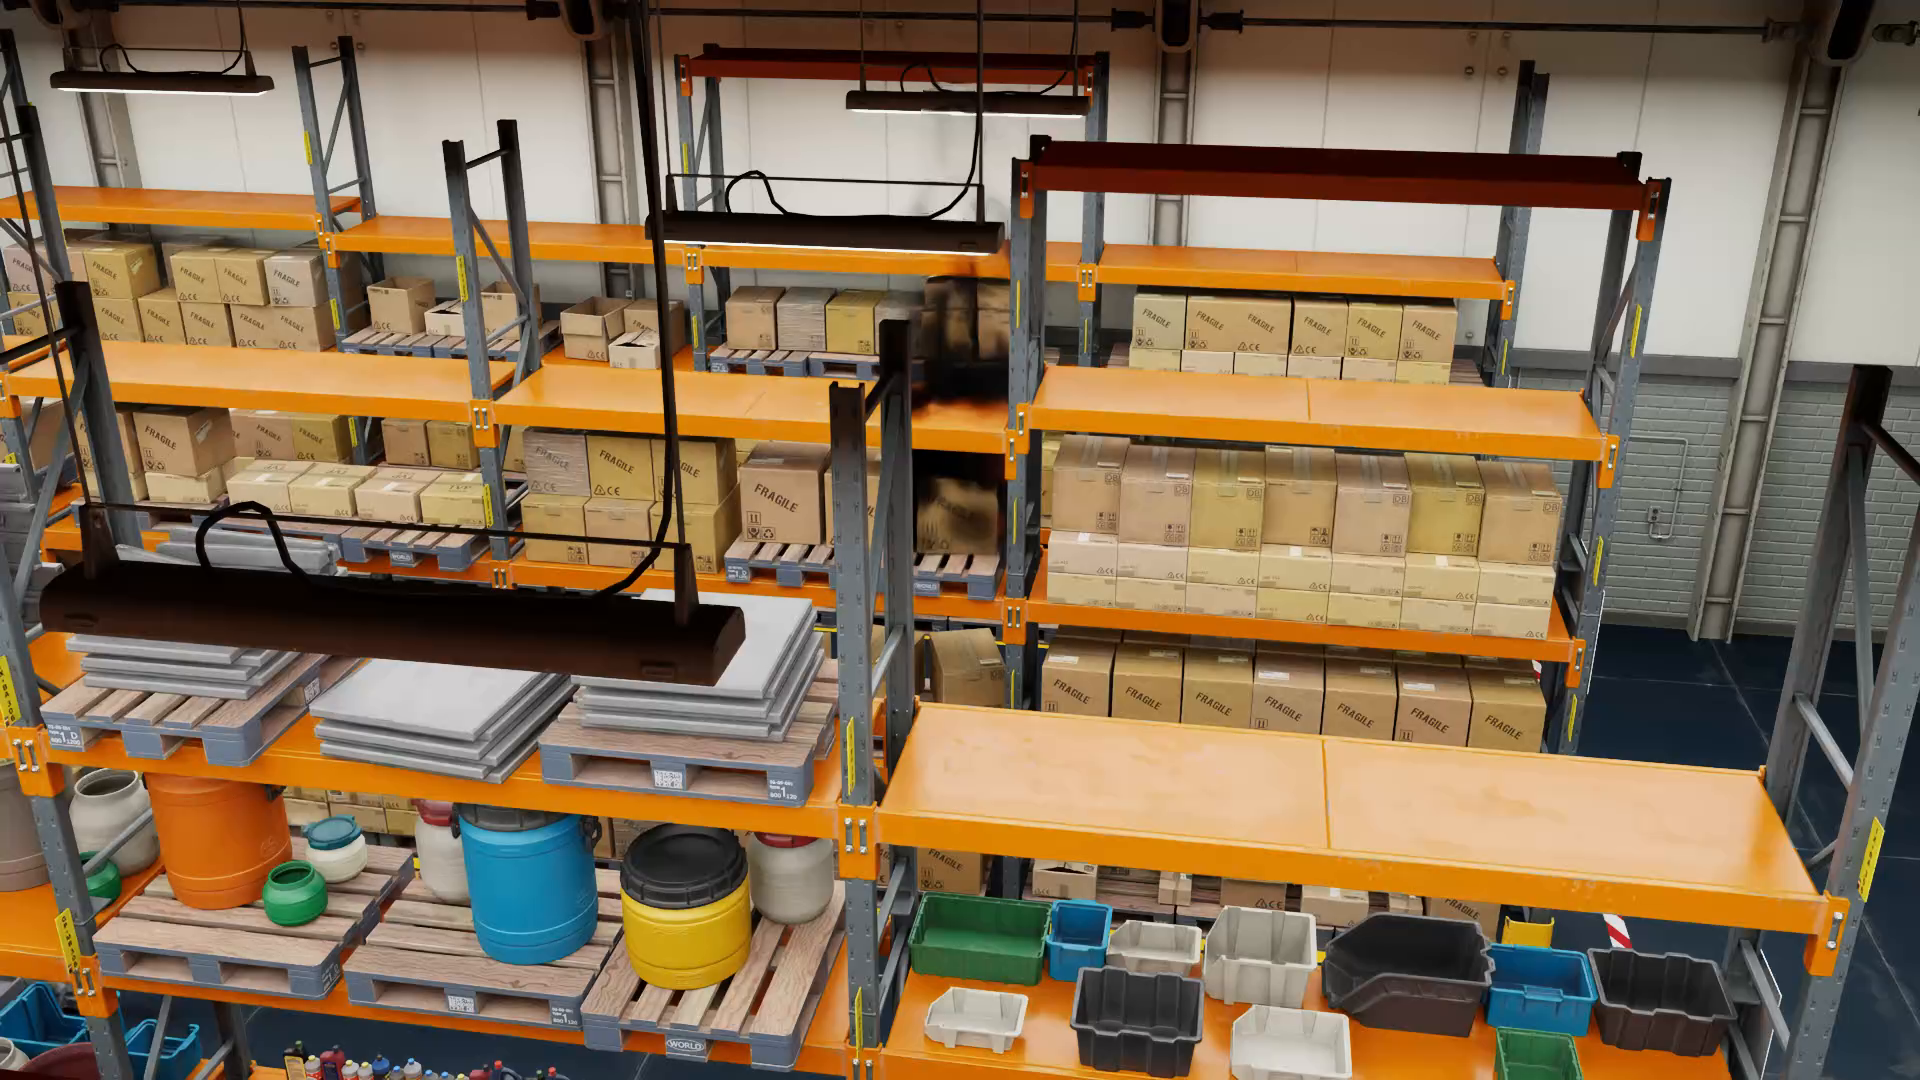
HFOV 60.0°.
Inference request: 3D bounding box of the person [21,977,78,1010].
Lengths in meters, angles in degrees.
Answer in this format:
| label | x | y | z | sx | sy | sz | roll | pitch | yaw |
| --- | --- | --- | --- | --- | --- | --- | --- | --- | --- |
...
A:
| label | x | y | z | sx | sy | sz | roll | pitch | yaw |
| --- | --- | --- | --- | --- | --- | --- | --- | --- | --- |
| person | -6.717 | 2.648 | 11.894 | 0.592 | 1.732 | 0.645 | 1 | 23 | 2 |
